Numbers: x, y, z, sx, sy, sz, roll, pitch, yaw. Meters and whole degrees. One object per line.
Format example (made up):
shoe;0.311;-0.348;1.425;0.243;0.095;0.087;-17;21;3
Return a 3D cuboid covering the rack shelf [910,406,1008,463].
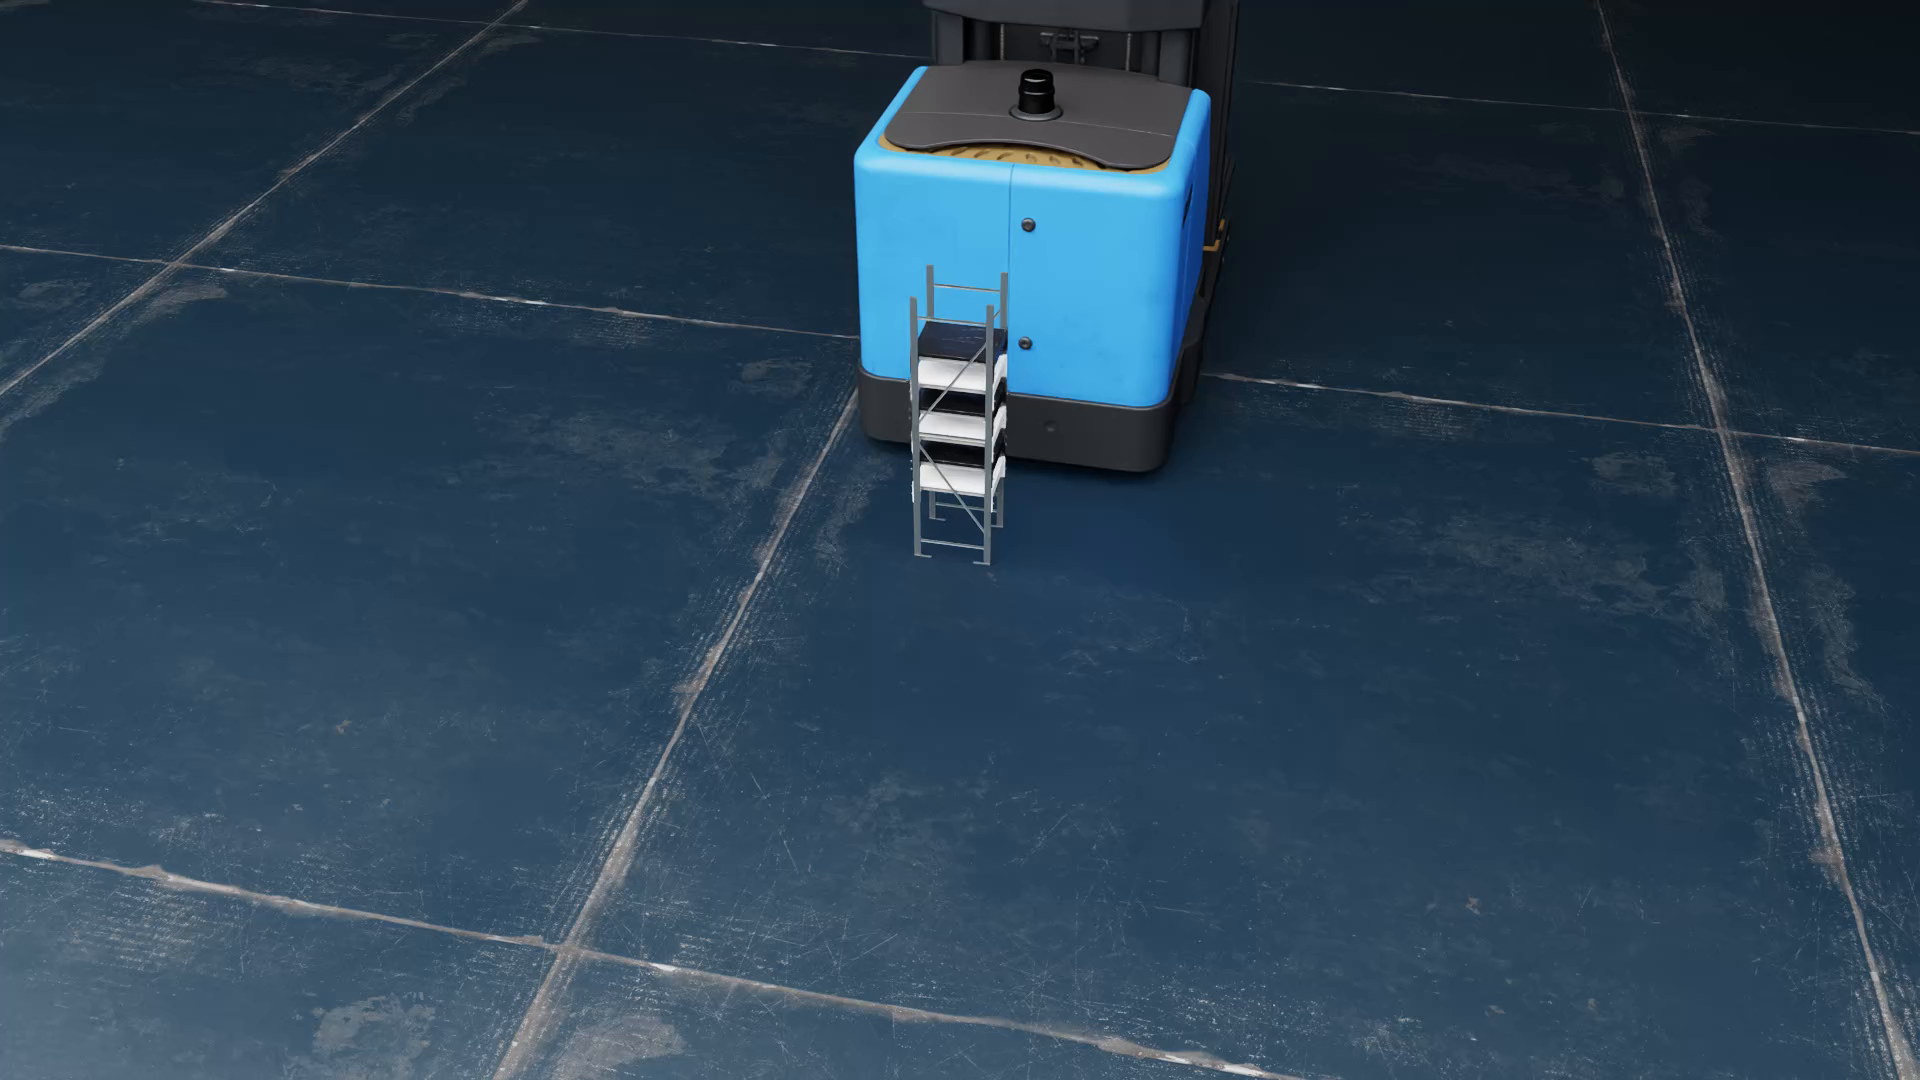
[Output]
rack shelf;-0.002;-0.333;4.999;0.258;0.077;0.200;7;37;10

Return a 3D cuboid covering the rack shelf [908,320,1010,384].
rack shelf;-0.002;-0.551;4.841;0.258;0.077;0.200;7;37;10

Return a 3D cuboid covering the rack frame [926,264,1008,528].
rack frame;0.020;-0.418;5.060;0.240;0.900;0.006;7;37;10

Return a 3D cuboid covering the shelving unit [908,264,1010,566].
shelving unit;-0.002;-0.360;4.979;0.258;0.900;0.210;7;37;10

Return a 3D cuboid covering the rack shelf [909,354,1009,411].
rack shelf;-0.002;-0.478;4.893;0.258;0.077;0.200;7;37;10

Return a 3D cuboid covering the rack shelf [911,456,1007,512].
rack shelf;-0.002;-0.187;5.105;0.258;0.077;0.200;7;37;10

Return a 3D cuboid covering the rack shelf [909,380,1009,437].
rack shelf;-0.002;-0.406;4.946;0.258;0.077;0.200;7;37;10

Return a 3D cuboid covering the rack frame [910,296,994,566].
rack frame;-0.023;-0.301;4.899;0.240;0.900;0.006;7;37;10

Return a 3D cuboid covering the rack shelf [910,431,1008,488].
rack shelf;-0.002;-0.260;5.052;0.258;0.077;0.200;7;37;10

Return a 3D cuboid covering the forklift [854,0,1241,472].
forklift;0.494;-2.272;5.887;1.130;2.935;3.031;8;37;11
